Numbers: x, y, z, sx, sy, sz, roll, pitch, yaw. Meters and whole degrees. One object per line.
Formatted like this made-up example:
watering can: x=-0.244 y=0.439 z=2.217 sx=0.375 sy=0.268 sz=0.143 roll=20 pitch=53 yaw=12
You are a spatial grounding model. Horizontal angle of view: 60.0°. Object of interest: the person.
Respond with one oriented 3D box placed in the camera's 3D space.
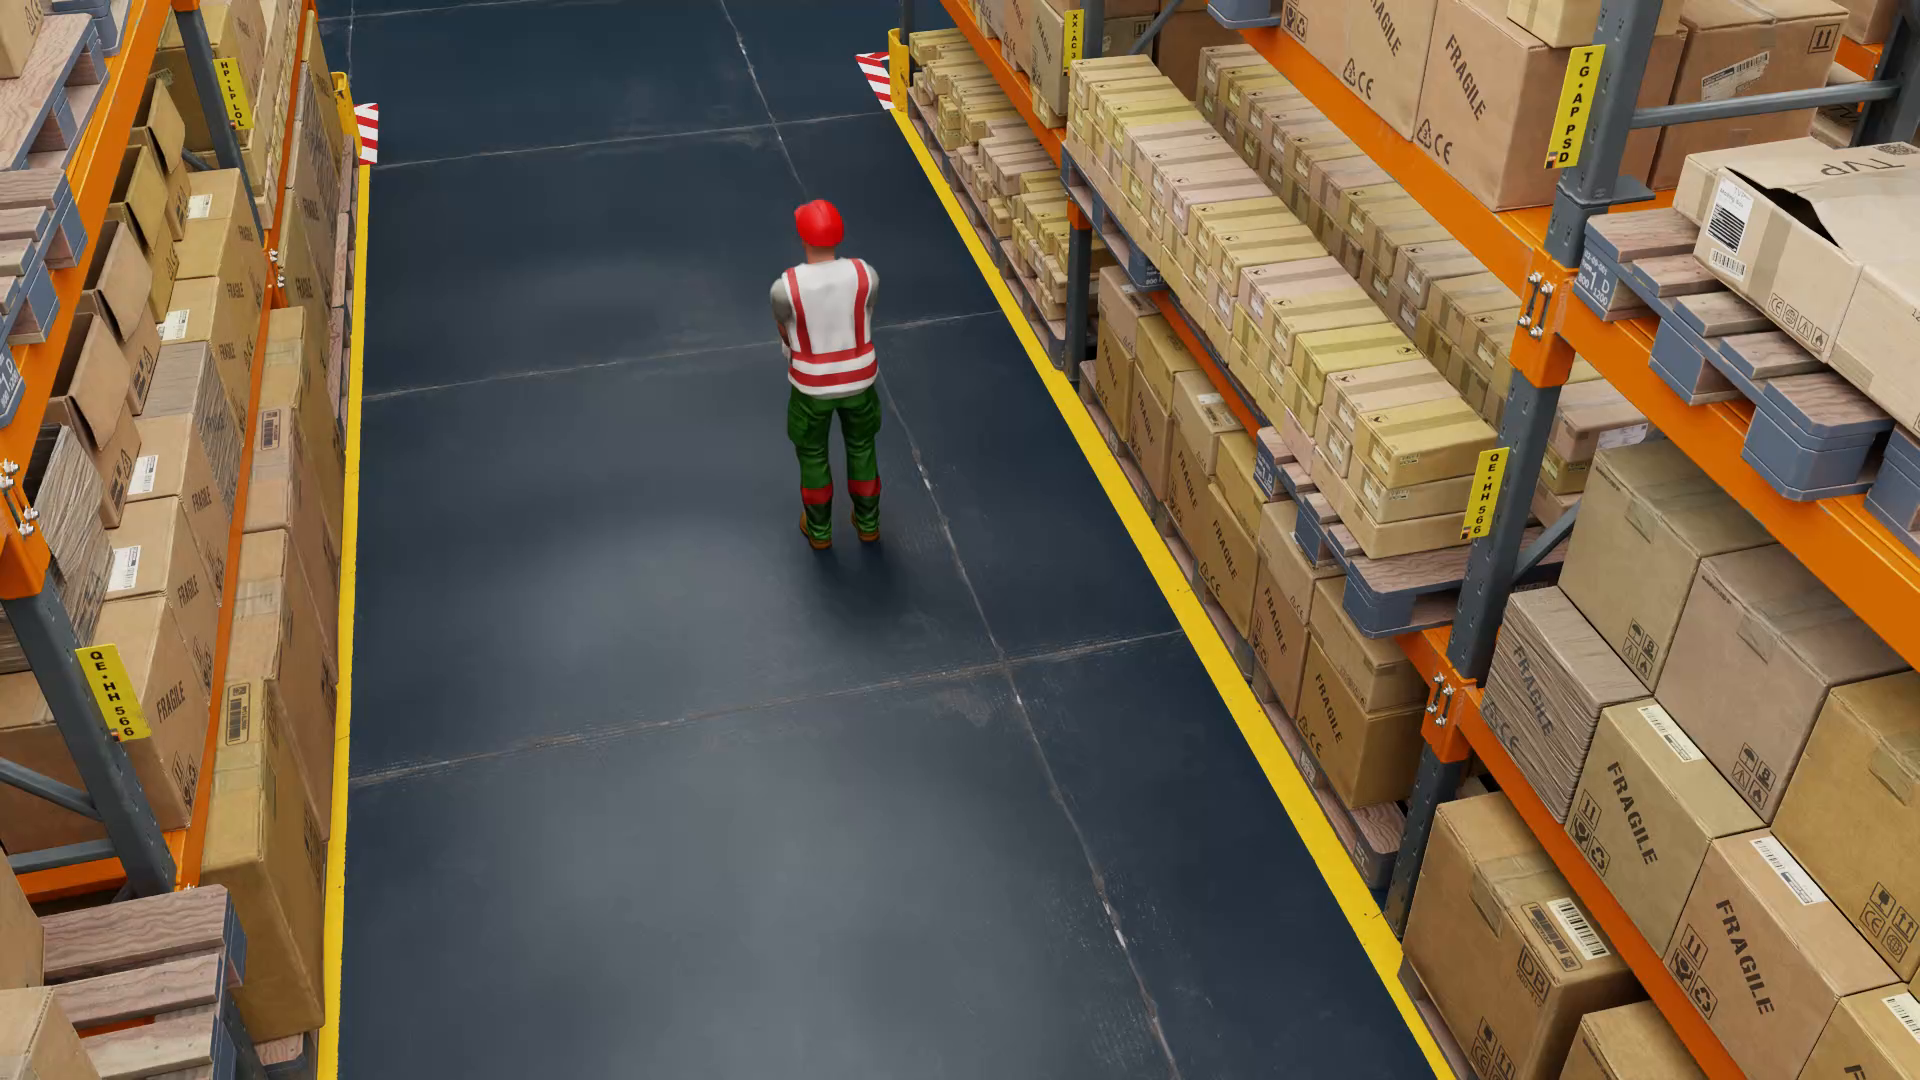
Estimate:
person: x=-0.622 y=-0.793 z=7.717 sx=0.495 sy=1.786 sz=0.554 roll=-10 pitch=39 yaw=-12
